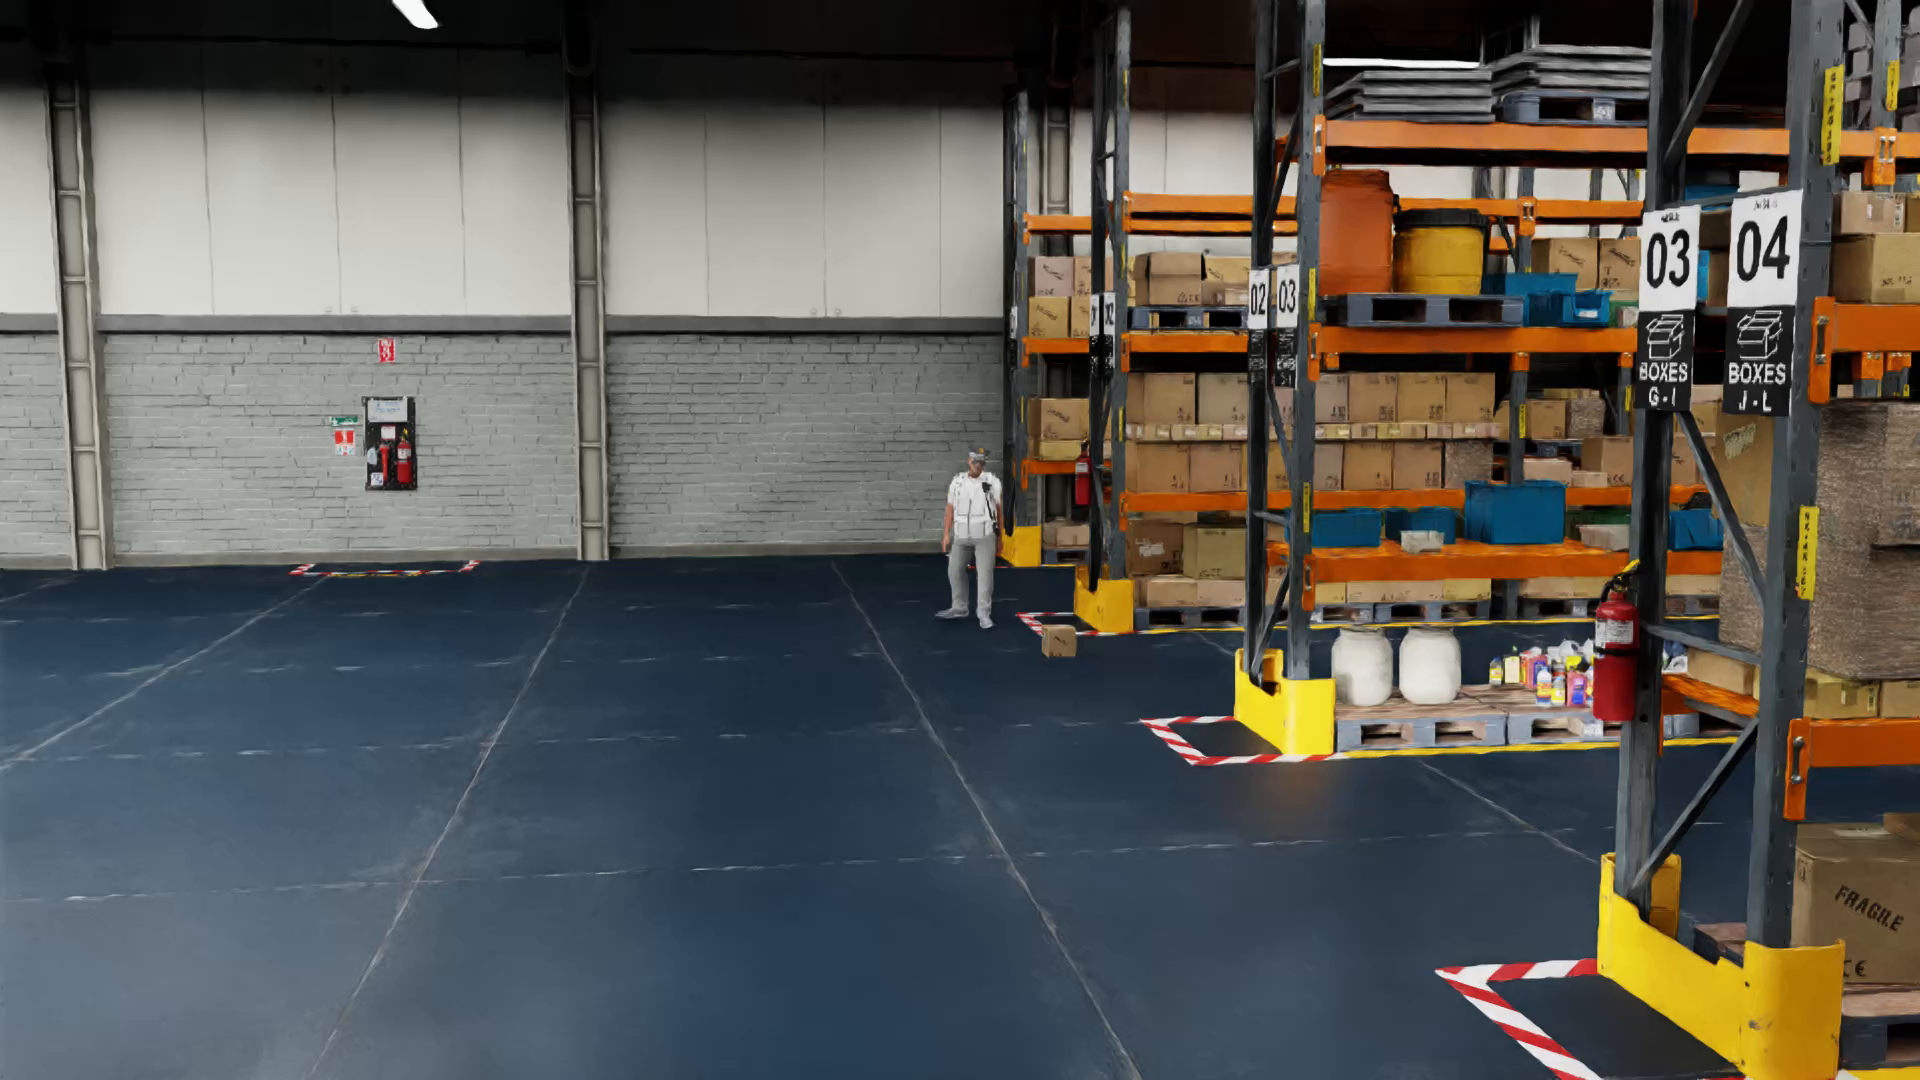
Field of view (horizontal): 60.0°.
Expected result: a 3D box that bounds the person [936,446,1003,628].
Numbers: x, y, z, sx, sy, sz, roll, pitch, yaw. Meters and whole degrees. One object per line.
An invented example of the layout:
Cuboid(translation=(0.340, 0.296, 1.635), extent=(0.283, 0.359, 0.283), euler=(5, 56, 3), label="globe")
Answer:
Cuboid(translation=(0.052, -0.046, 16.103), extent=(0.728, 1.746, 0.518), euler=(2, 7, 20), label="person")
